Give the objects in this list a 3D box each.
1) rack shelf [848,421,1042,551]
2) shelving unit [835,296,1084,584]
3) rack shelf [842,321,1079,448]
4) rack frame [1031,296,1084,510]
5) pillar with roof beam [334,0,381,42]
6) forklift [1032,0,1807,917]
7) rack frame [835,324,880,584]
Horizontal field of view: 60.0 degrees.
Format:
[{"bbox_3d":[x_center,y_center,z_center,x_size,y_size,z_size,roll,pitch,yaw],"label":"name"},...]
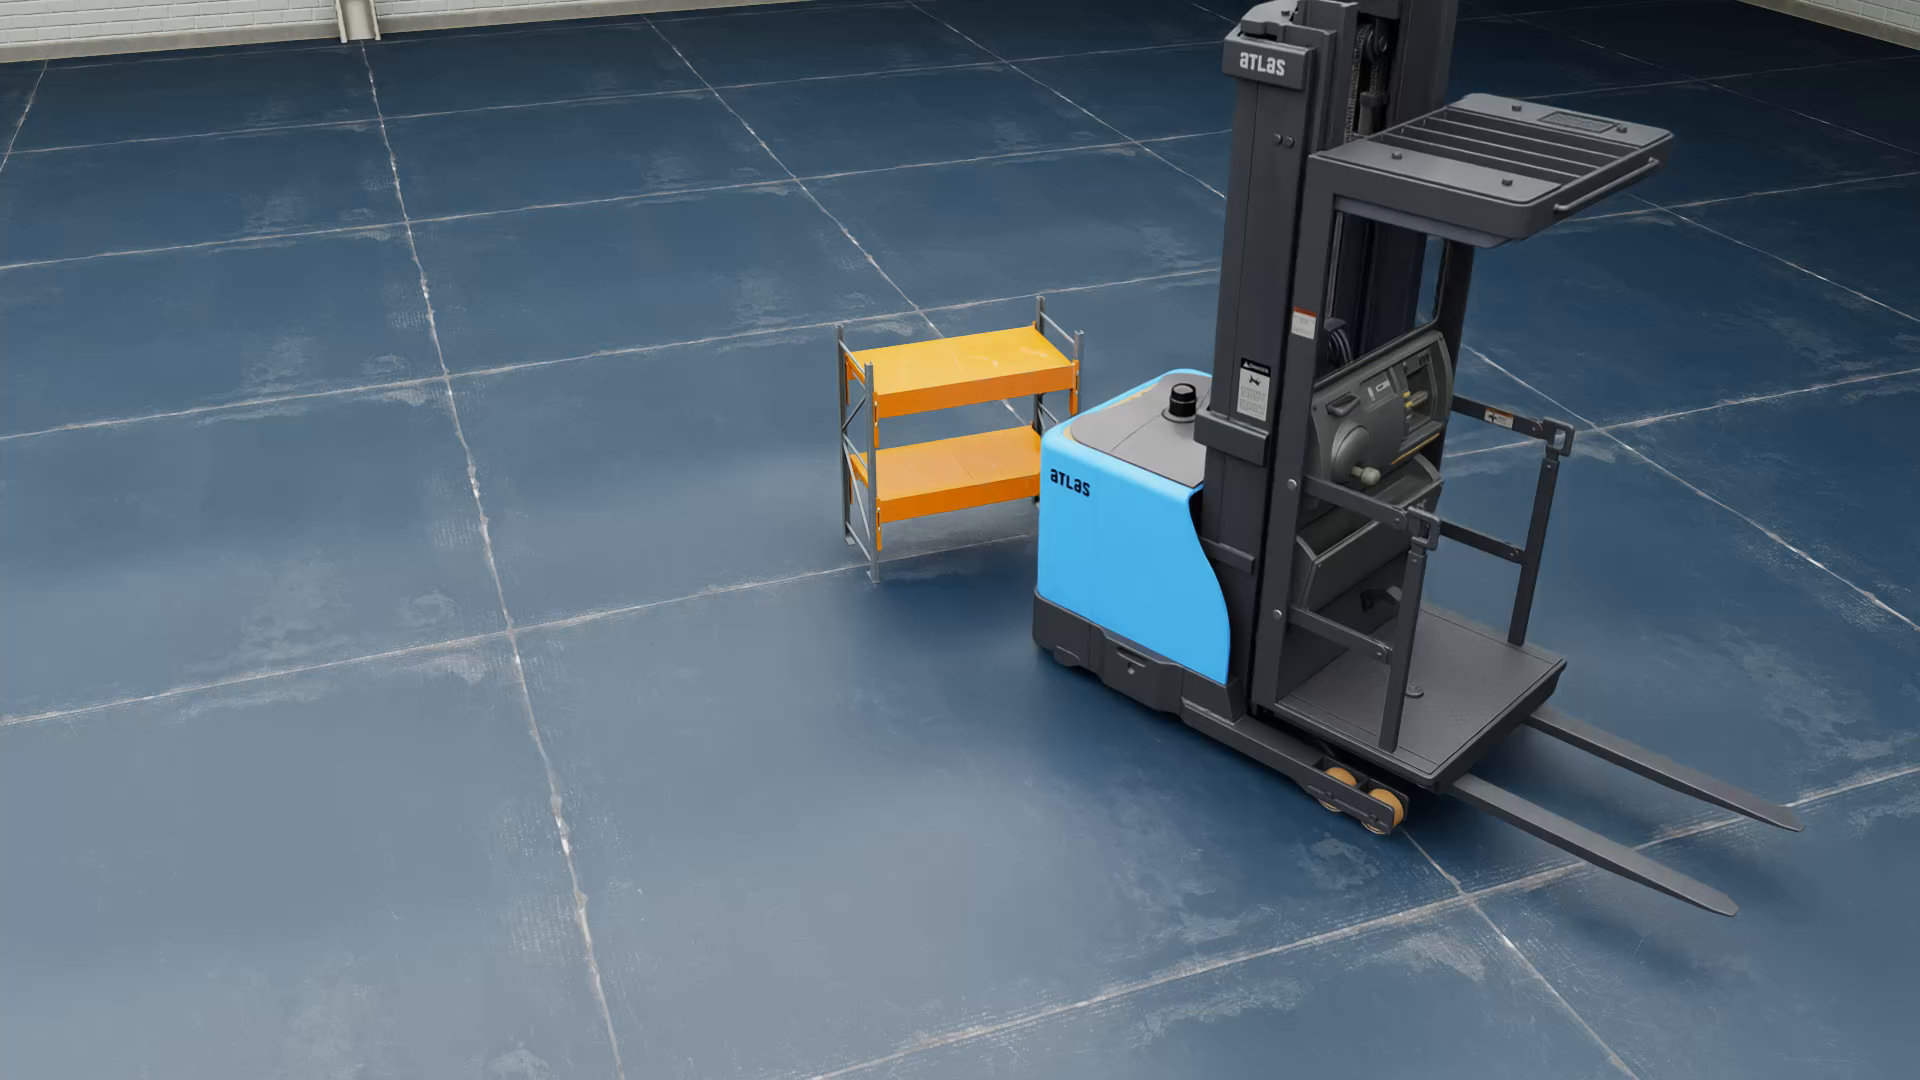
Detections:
[{"bbox_3d":[-0.006,-0.275,8.091,1.000,0.278,0.538,-10,31,-18],"label":"rack shelf"},{"bbox_3d":[-0.006,-0.488,7.969,1.048,1.125,0.538,-10,31,-18],"label":"shelving unit"},{"bbox_3d":[-0.006,-0.742,7.825,1.000,0.278,0.538,-10,31,-18],"label":"rack shelf"},{"bbox_3d":[0.470,-0.575,8.124,0.032,1.125,0.500,-10,31,-18],"label":"rack frame"},{"bbox_3d":[-4.829,-7.216,11.825,0.400,9.000,9.100,-10,31,-18],"label":"pillar with roof beam"},{"bbox_3d":[1.733,-0.454,6.085,3.031,2.935,1.130,25,38,37],"label":"forklift"},{"bbox_3d":[-0.483,-0.400,7.815,0.032,1.125,0.500,-10,31,-18],"label":"rack frame"}]
